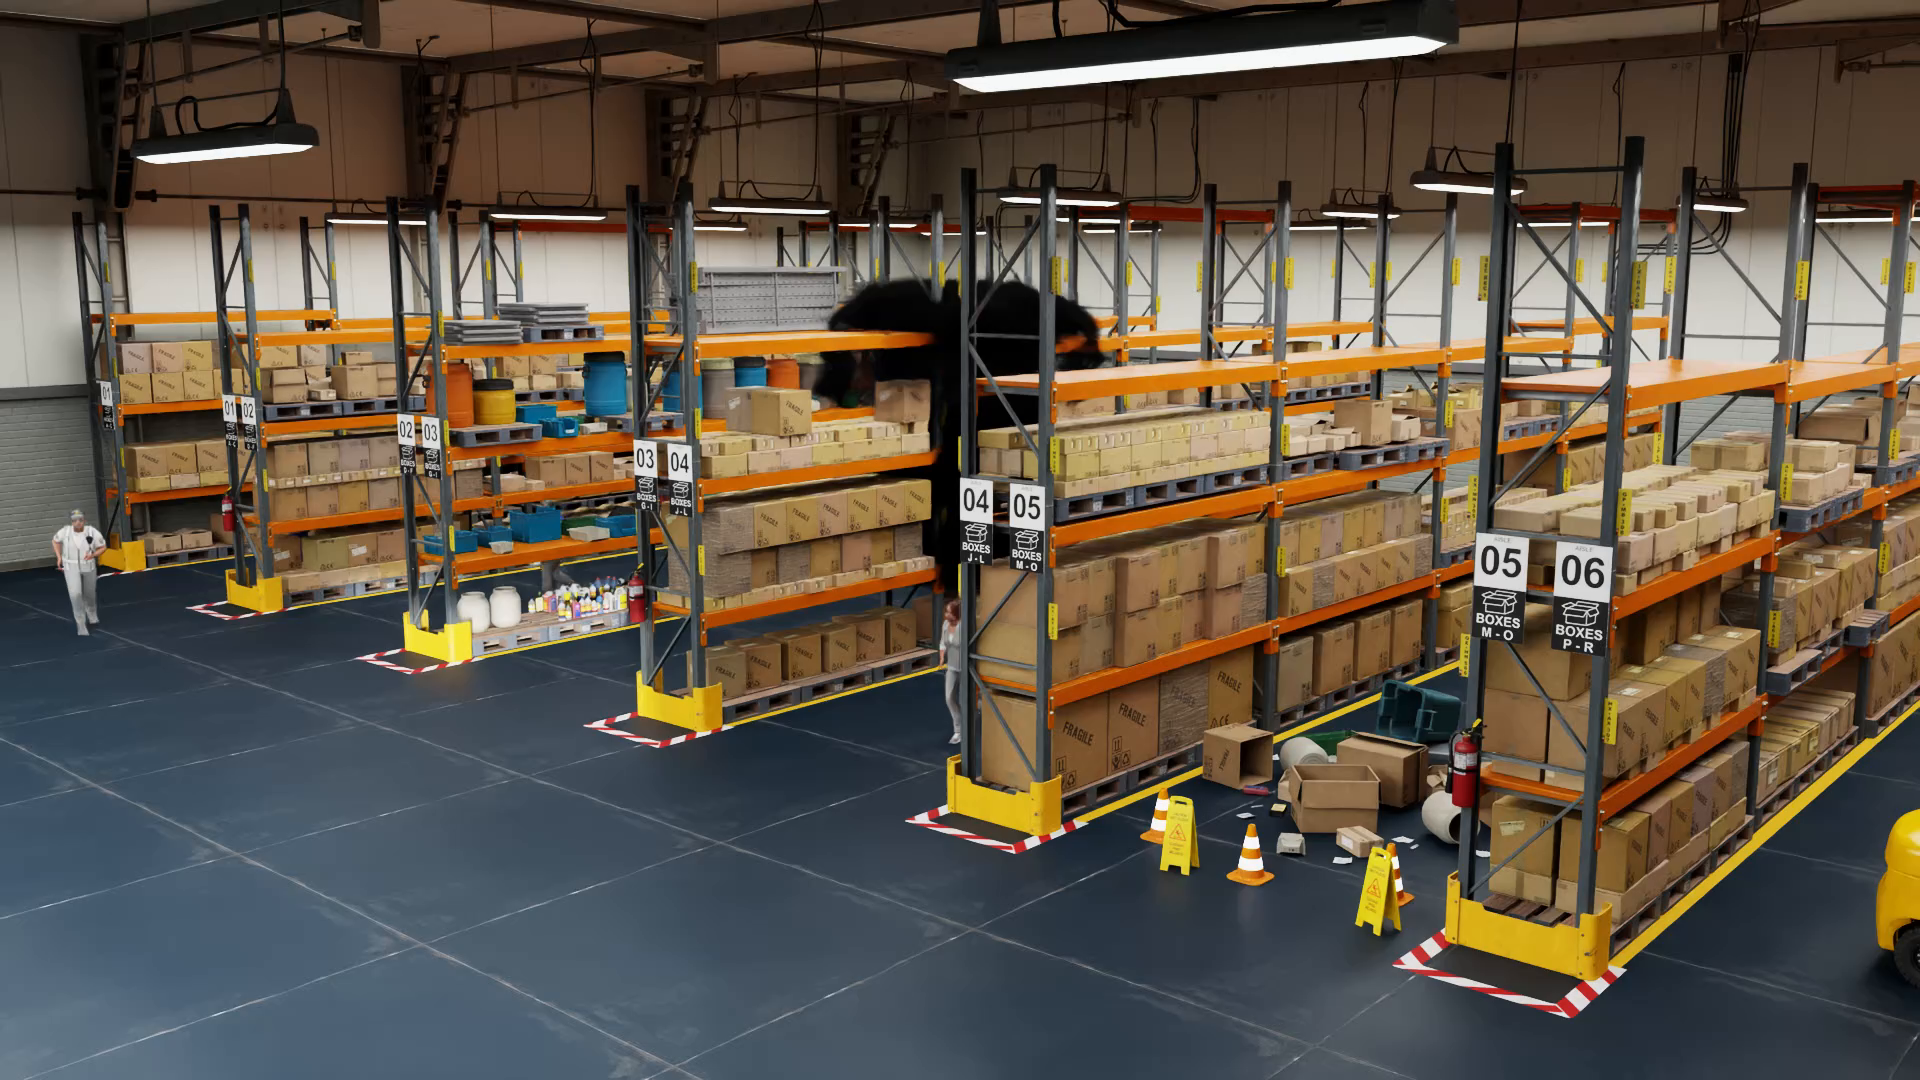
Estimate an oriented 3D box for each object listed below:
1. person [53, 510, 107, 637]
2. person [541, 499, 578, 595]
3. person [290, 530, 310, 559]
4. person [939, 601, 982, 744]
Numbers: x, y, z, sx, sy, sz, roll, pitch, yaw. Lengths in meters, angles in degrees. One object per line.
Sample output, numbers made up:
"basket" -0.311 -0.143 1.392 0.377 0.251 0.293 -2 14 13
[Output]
"person" -12.408 0.430 23.503 0.674 1.804 0.850 -5 11 -27
"person" -6.094 0.207 25.053 0.586 1.681 0.938 9 13 42
"person" -11.000 -0.250 27.700 0.598 1.639 0.933 4 10 21
"person" 0.050 1.415 18.252 0.566 1.563 0.669 6 11 31
